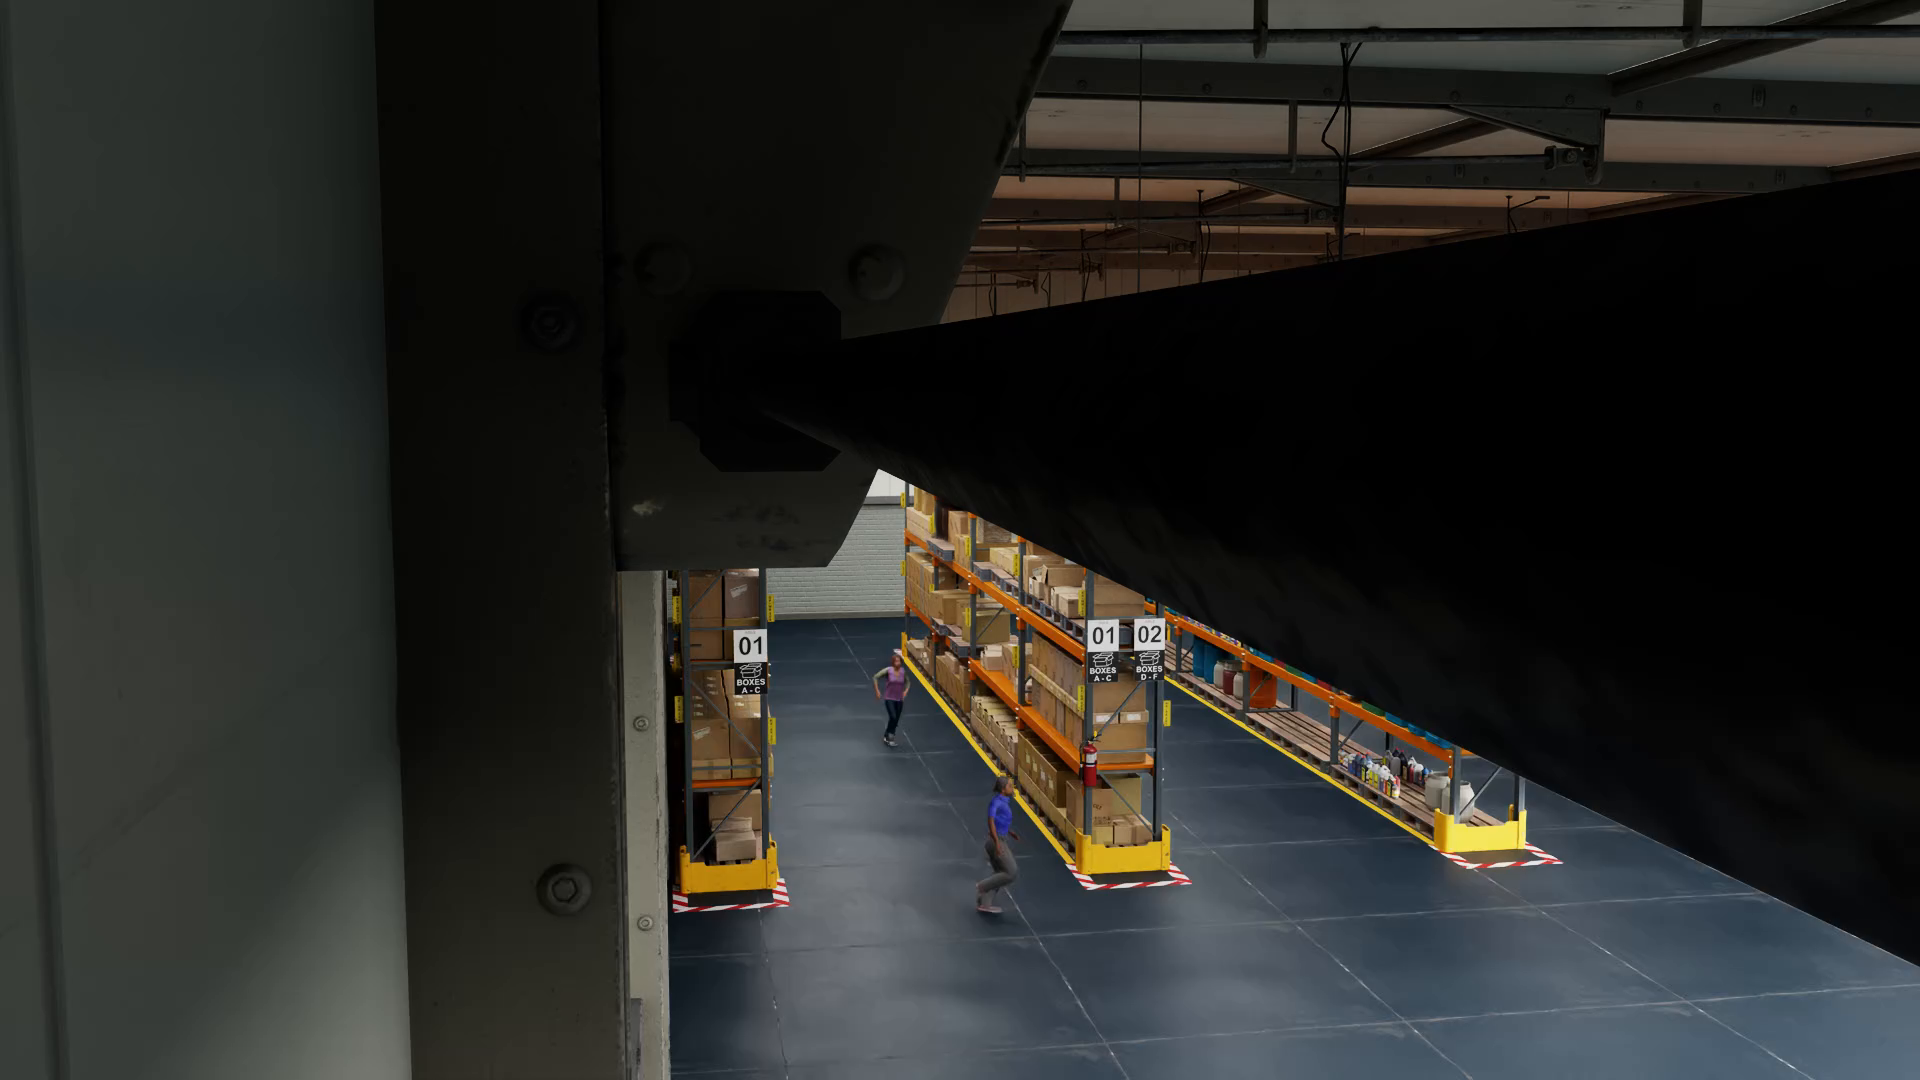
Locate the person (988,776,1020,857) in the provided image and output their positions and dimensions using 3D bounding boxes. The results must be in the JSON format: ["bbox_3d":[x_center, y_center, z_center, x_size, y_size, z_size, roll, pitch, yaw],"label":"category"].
[{"bbox_3d":[0.517,3.168,19.237,0.348,0.862,0.647,1,6,6],"label":"person"}]

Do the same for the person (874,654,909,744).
[{"bbox_3d":[-1.138,2.671,27.768,0.577,1.557,0.599,-2,6,-21],"label":"person"}]
